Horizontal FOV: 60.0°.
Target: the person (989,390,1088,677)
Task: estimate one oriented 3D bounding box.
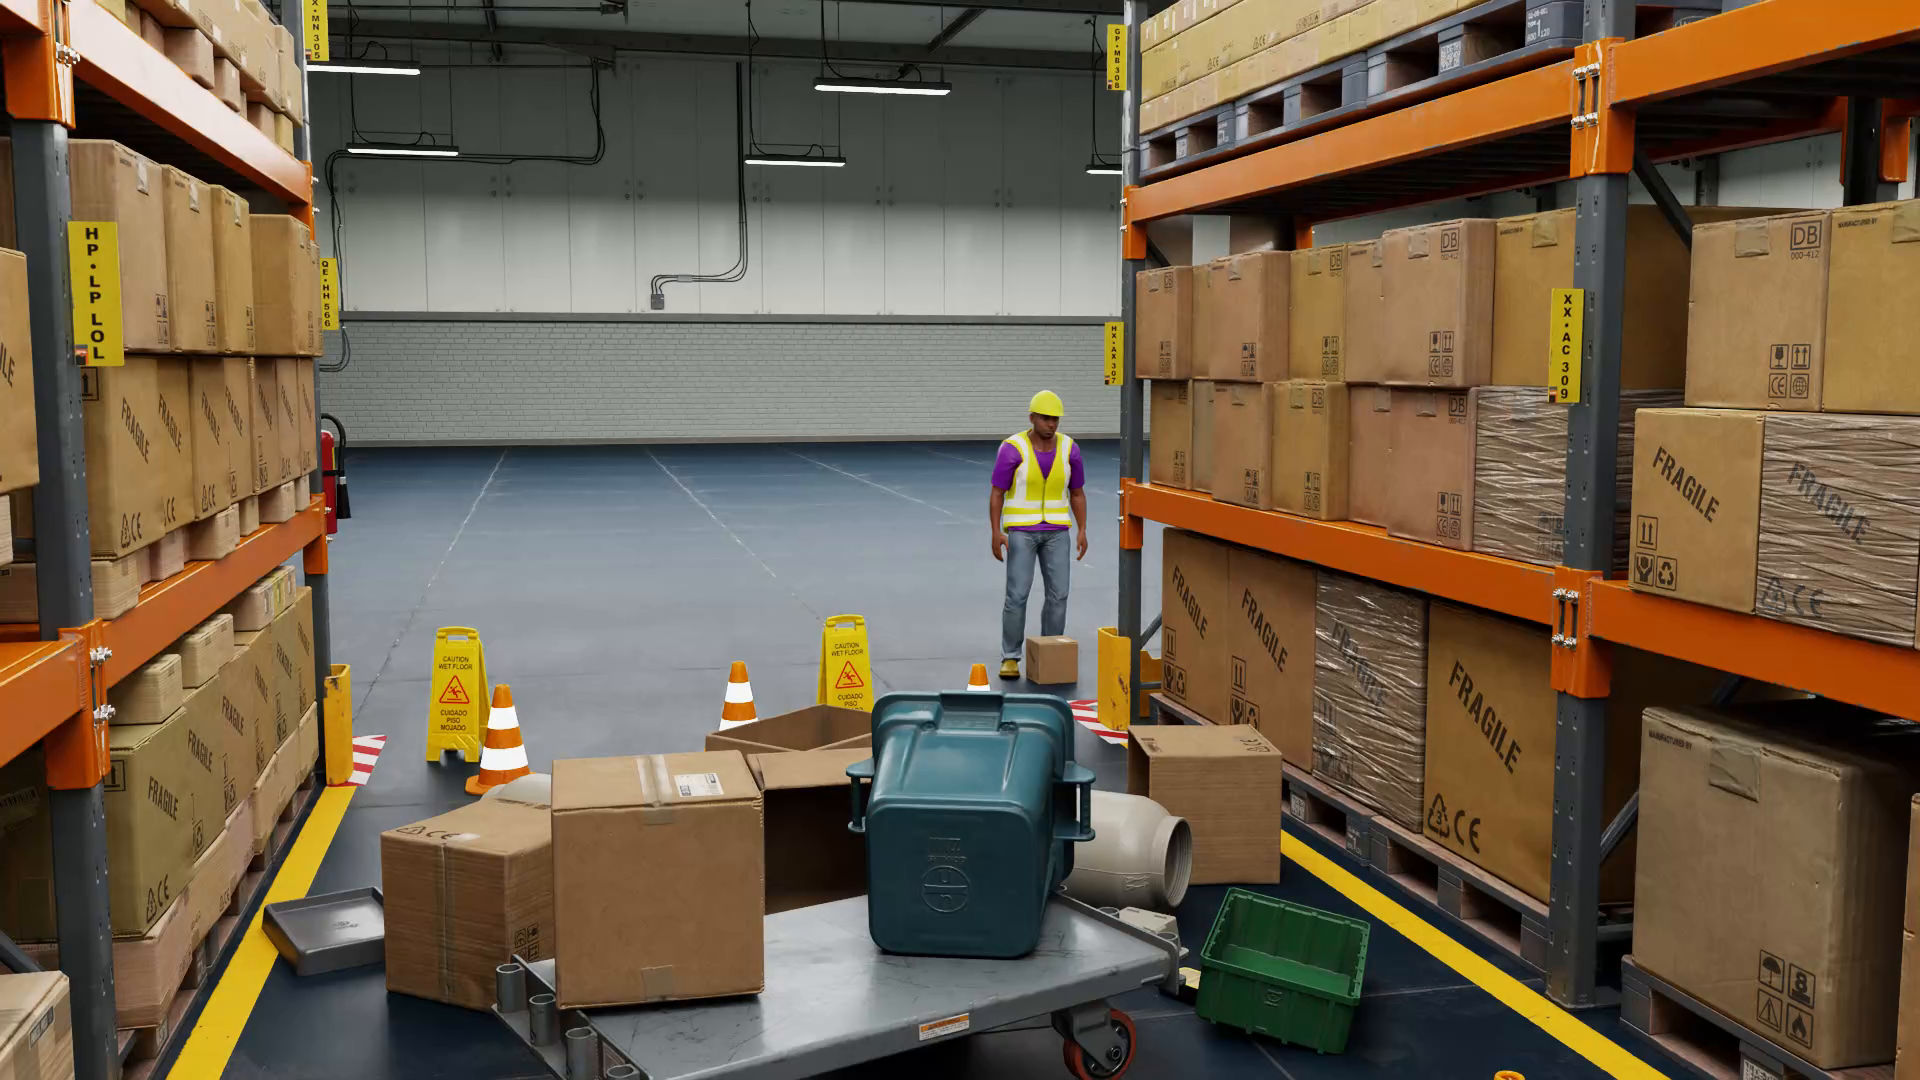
[{"bbox_3d":[0.491,-0.041,10.269,0.626,1.757,0.459,-2,6,-14],"label":"person"}]
